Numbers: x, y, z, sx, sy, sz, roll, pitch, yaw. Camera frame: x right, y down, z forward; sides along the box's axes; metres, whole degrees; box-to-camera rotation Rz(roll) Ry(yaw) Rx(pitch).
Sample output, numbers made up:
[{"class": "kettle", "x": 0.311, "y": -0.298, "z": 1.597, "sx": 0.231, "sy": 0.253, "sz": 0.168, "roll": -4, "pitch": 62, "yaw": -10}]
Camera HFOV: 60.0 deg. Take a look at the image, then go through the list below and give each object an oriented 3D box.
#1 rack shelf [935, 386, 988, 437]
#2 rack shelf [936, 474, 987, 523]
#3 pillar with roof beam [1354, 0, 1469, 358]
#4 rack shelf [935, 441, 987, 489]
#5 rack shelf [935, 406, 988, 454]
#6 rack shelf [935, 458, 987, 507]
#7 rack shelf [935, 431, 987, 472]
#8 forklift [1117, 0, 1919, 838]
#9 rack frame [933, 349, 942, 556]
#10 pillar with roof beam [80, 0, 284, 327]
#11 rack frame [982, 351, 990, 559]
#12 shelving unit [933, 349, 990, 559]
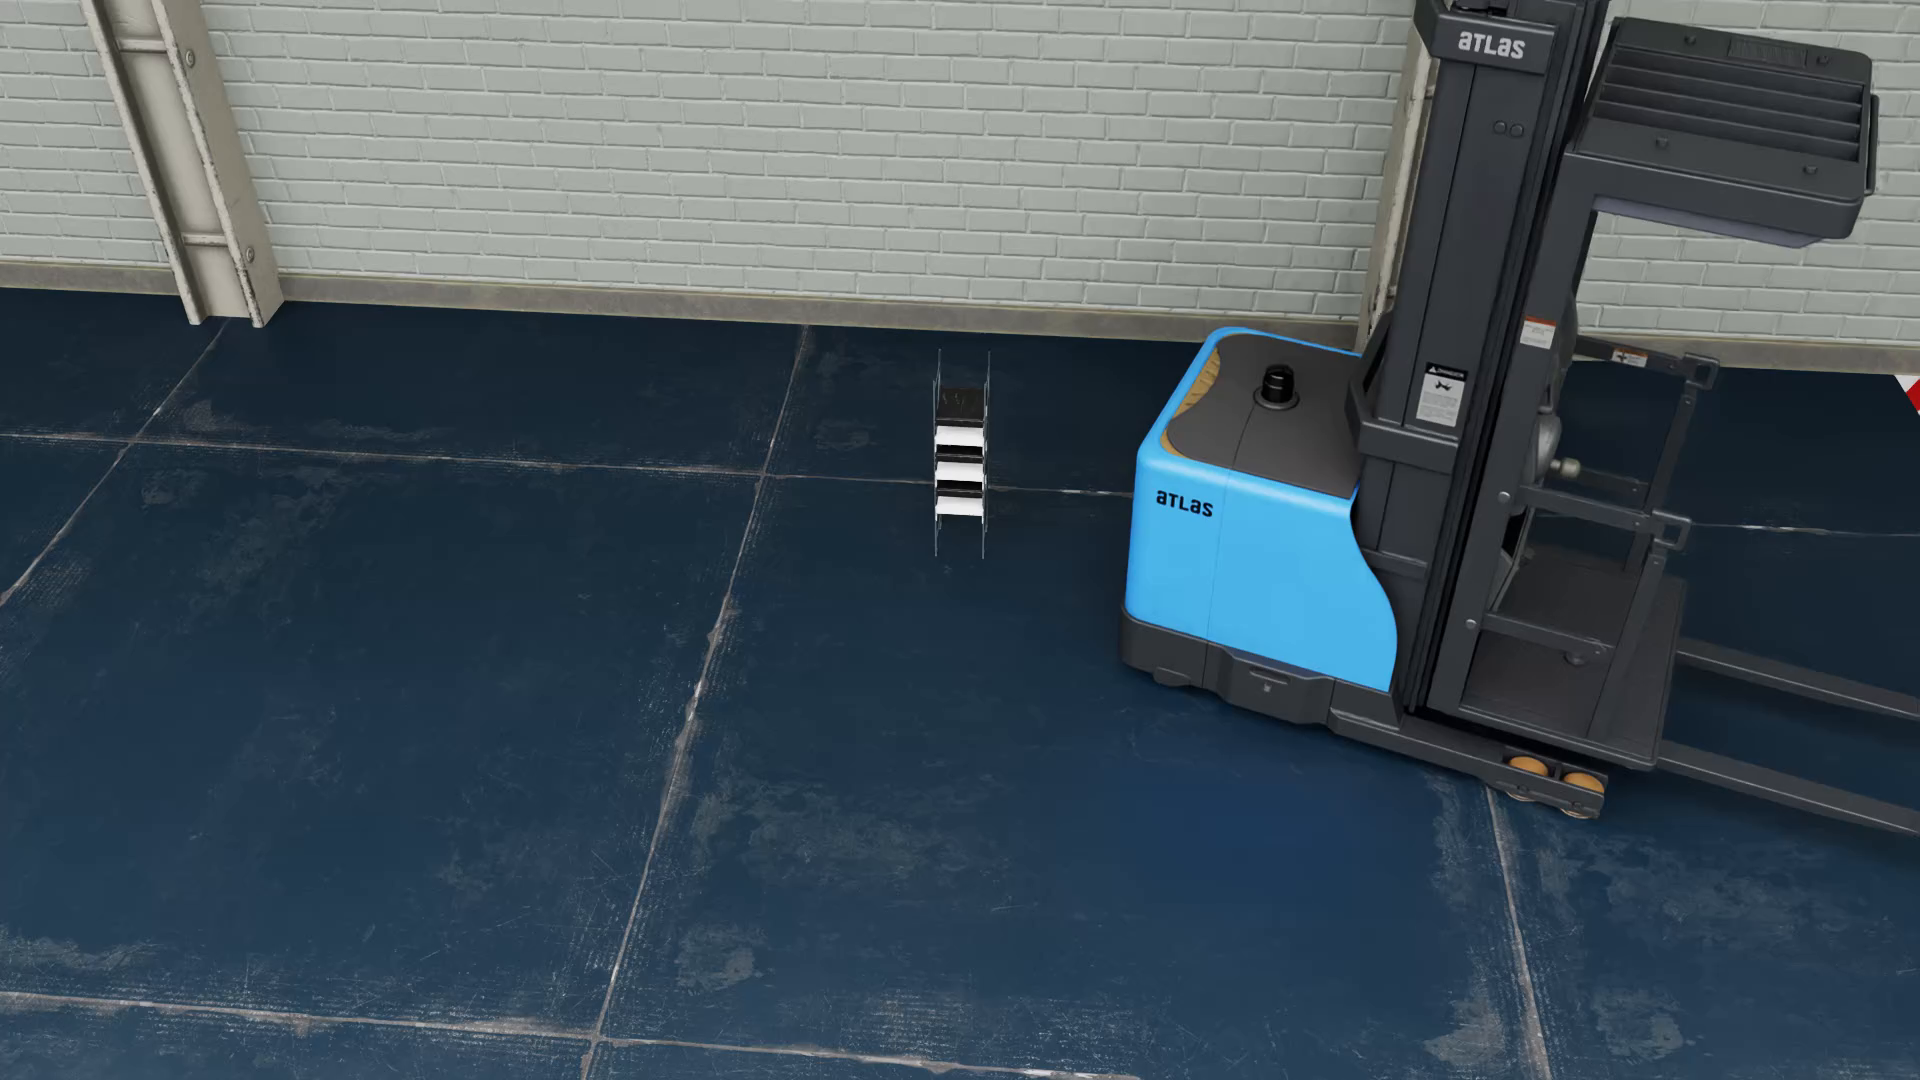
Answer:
[{"class": "rack shelf", "x": 0.008, "y": -0.532, "z": 6.816, "sx": 0.200, "sy": 0.077, "sz": 0.258, "roll": 3, "pitch": 39, "yaw": 4}, {"class": "rack shelf", "x": 0.008, "y": -0.183, "z": 7.100, "sx": 0.200, "sy": 0.077, "sz": 0.258, "roll": 3, "pitch": 39, "yaw": 4}, {"class": "pillar with roof beam", "x": 1.818, "y": -1.663, "z": 2.164, "sx": 0.400, "sy": 9.000, "sz": 9.100, "roll": 3, "pitch": 39, "yaw": 4}, {"class": "rack shelf", "x": 0.008, "y": -0.323, "z": 6.986, "sx": 0.200, "sy": 0.077, "sz": 0.258, "roll": 3, "pitch": 39, "yaw": 4}, {"class": "rack shelf", "x": 0.008, "y": -0.462, "z": 6.873, "sx": 0.200, "sy": 0.077, "sz": 0.258, "roll": 3, "pitch": 39, "yaw": 4}, {"class": "rack shelf", "x": 0.008, "y": -0.253, "z": 7.043, "sx": 0.200, "sy": 0.077, "sz": 0.258, "roll": 3, "pitch": 39, "yaw": 4}, {"class": "rack shelf", "x": 0.008, "y": -0.393, "z": 6.930, "sx": 0.200, "sy": 0.077, "sz": 0.258, "roll": 3, "pitch": 39, "yaw": 4}, {"class": "forklift", "x": 2.186, "y": -0.515, "z": 5.561, "sx": 3.031, "sy": 2.935, "sz": 1.130, "roll": 16, "pitch": 42, "yaw": 19}, {"class": "rack frame", "x": -0.093, "y": -0.354, "z": 6.972, "sx": 0.006, "sy": 0.900, "sz": 0.240, "roll": 3, "pitch": 39, "yaw": 4}, {"class": "pillar with roof beam", "x": -4.160, "y": -1.989, "z": 2.566, "sx": 0.400, "sy": 9.000, "sz": 9.100, "roll": 3, "pitch": 39, "yaw": 4}, {"class": "rack frame", "x": 0.109, "y": -0.343, "z": 6.959, "sx": 0.006, "sy": 0.900, "sz": 0.240, "roll": 3, "pitch": 39, "yaw": 4}, {"class": "shelving unit", "x": 0.008, "y": -0.349, "z": 6.965, "sx": 0.210, "sy": 0.900, "sz": 0.258, "roll": 3, "pitch": 39, "yaw": 4}]
